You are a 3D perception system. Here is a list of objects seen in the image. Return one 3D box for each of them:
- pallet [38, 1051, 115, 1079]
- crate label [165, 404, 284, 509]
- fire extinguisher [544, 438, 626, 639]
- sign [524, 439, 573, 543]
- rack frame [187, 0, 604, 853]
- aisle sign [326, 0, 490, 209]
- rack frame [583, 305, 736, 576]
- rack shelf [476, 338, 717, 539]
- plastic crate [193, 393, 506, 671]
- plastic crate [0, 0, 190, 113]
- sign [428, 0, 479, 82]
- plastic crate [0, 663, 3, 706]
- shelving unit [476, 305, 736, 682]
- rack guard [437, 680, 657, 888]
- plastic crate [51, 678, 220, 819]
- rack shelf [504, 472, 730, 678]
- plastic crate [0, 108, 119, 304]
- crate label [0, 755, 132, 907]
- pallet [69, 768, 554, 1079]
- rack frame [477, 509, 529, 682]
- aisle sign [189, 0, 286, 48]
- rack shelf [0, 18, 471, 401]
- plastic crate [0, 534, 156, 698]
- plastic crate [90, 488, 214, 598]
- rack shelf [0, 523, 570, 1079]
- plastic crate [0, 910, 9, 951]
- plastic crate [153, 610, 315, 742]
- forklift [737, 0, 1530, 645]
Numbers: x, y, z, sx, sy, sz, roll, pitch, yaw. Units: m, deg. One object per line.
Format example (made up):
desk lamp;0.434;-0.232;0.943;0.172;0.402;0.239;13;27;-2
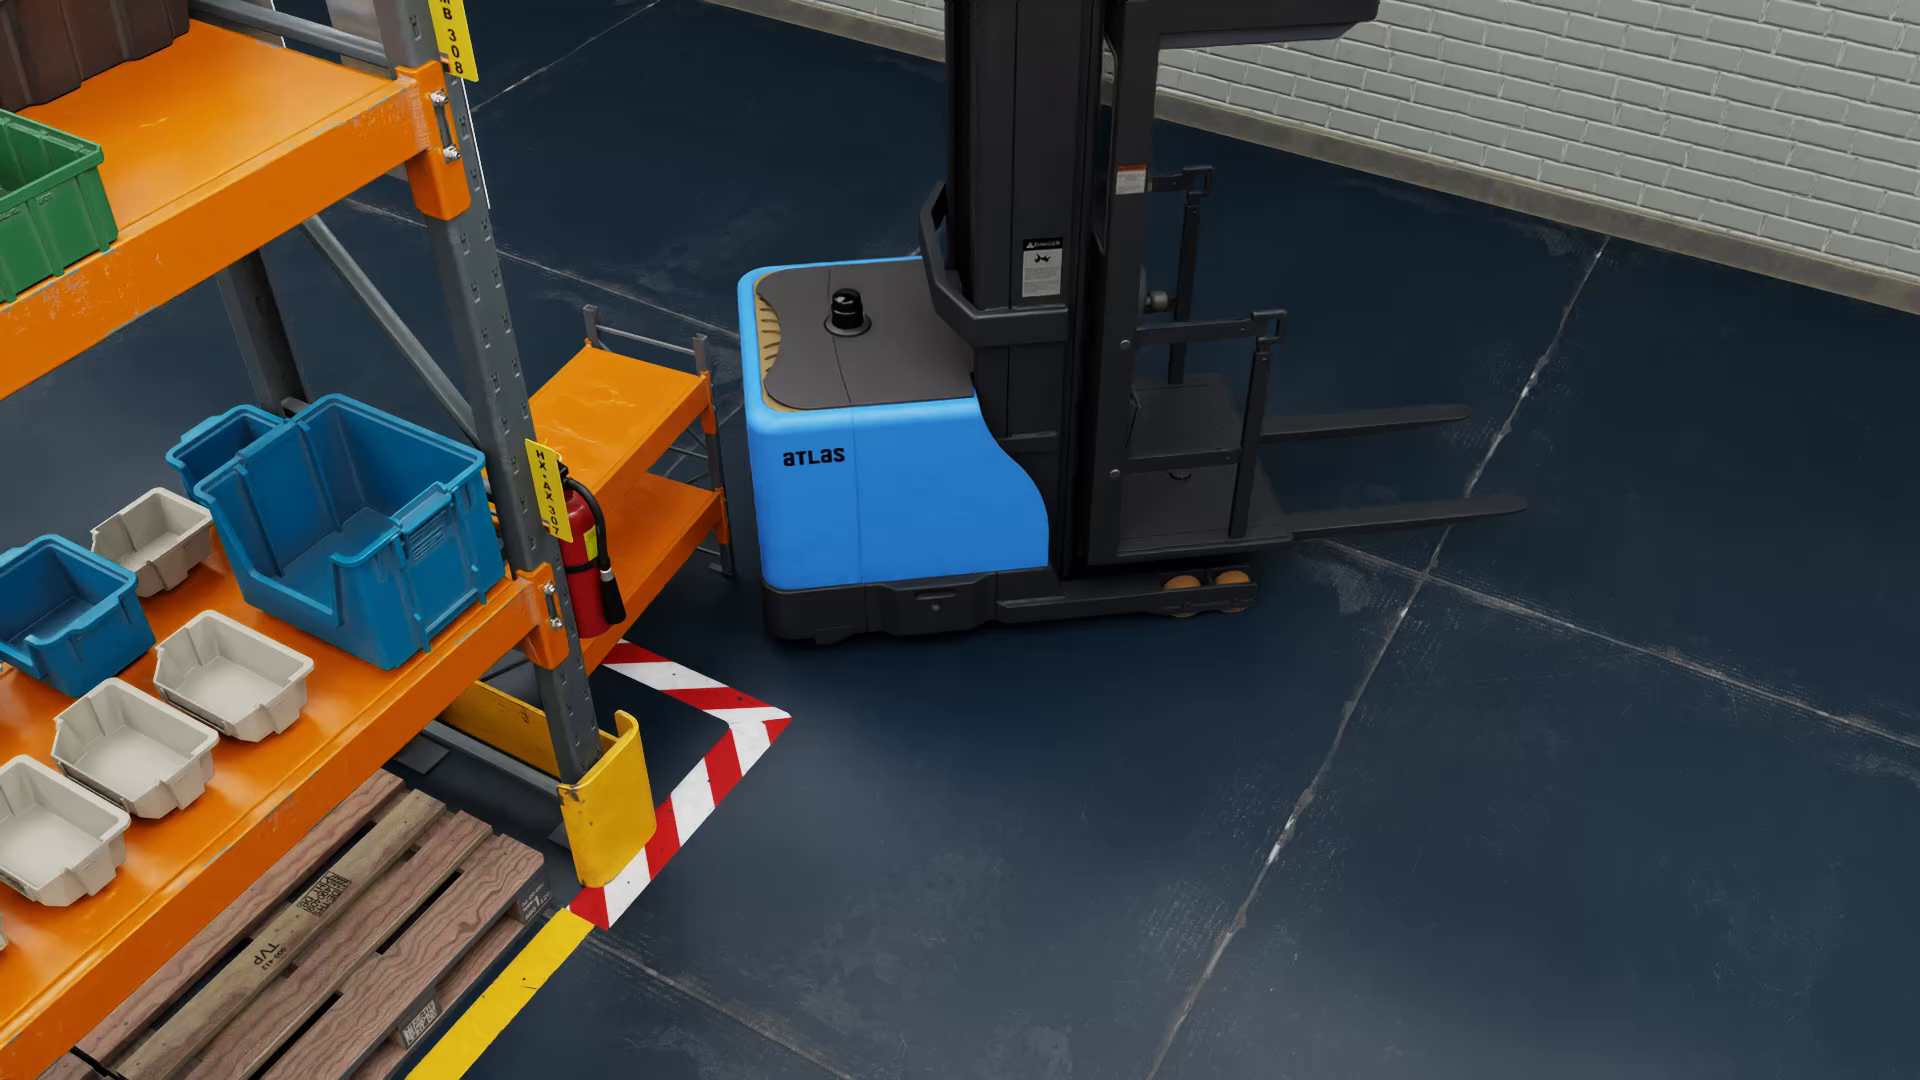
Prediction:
pallet;-2.655;1.959;4.366;1.003;0.211;1.213;21;45;22
crate label;-2.006;-0.169;4.754;0.416;0.233;0.303;21;45;22
fire extinguisher;-1.128;-0.009;4.831;0.296;0.674;0.183;21;45;22
sign;-1.113;-0.130;4.505;0.100;0.325;0.005;21;45;22
rack frame;-1.597;-0.242;4.755;1.000;3.000;0.127;21;45;22
aisle sign;-1.307;-1.162;3.832;0.394;0.787;0.004;21;45;22
rack frame;-1.126;-0.355;6.302;0.500;1.125;0.032;16;44;18
rack shelf;-1.331;-0.267;5.759;0.538;0.278;1.000;16;44;18
plastic crate;-1.603;-0.024;4.436;0.616;0.435;0.499;21;45;22
plastic crate;-2.031;-1.190;3.661;0.497;0.269;0.590;21;45;22
sign;-1.113;-1.156;3.602;0.100;0.325;0.005;21;45;22
plastic crate;-2.577;0.411;4.167;0.250;0.136;0.298;21;45;22
shelving unit;-1.331;-0.047;5.953;0.538;1.125;1.048;16;44;18
rack guard;-1.596;0.678;5.601;1.175;0.500;0.348;21;45;22
plastic crate;-2.006;0.522;4.041;0.396;0.136;0.243;21;45;22
rack shelf;-1.331;0.136;6.114;0.538;0.278;1.000;16;44;18
plastic crate;-1.843;-0.629;3.085;0.450;0.188;0.336;21;45;22
crate label;-2.124;0.690;3.851;0.396;0.136;0.243;21;45;22
pallet;-2.043;1.264;5.155;1.003;0.211;1.213;21;45;22
rack frame;-1.535;0.260;5.603;0.500;1.125;0.032;16;44;18
aisle sign;-1.818;-1.357;4.054;0.394;0.787;0.004;21;45;22
rack shelf;-2.598;0.047;2.702;1.077;0.370;4.000;21;45;22
plastic crate;-2.335;0.208;4.326;0.416;0.233;0.300;21;45;22
plastic crate;-2.238;0.023;4.608;0.250;0.136;0.298;21;45;22
rack shelf;-2.598;1.173;3.693;1.077;0.370;4.000;21;45;22
plastic crate;-2.256;0.865;3.652;0.298;0.136;0.250;21;45;22
plastic crate;-1.848;0.361;4.224;0.396;0.136;0.243;21;45;22
forklift;0.704;-1.144;5.832;3.031;2.935;1.130;-5;42;-6
